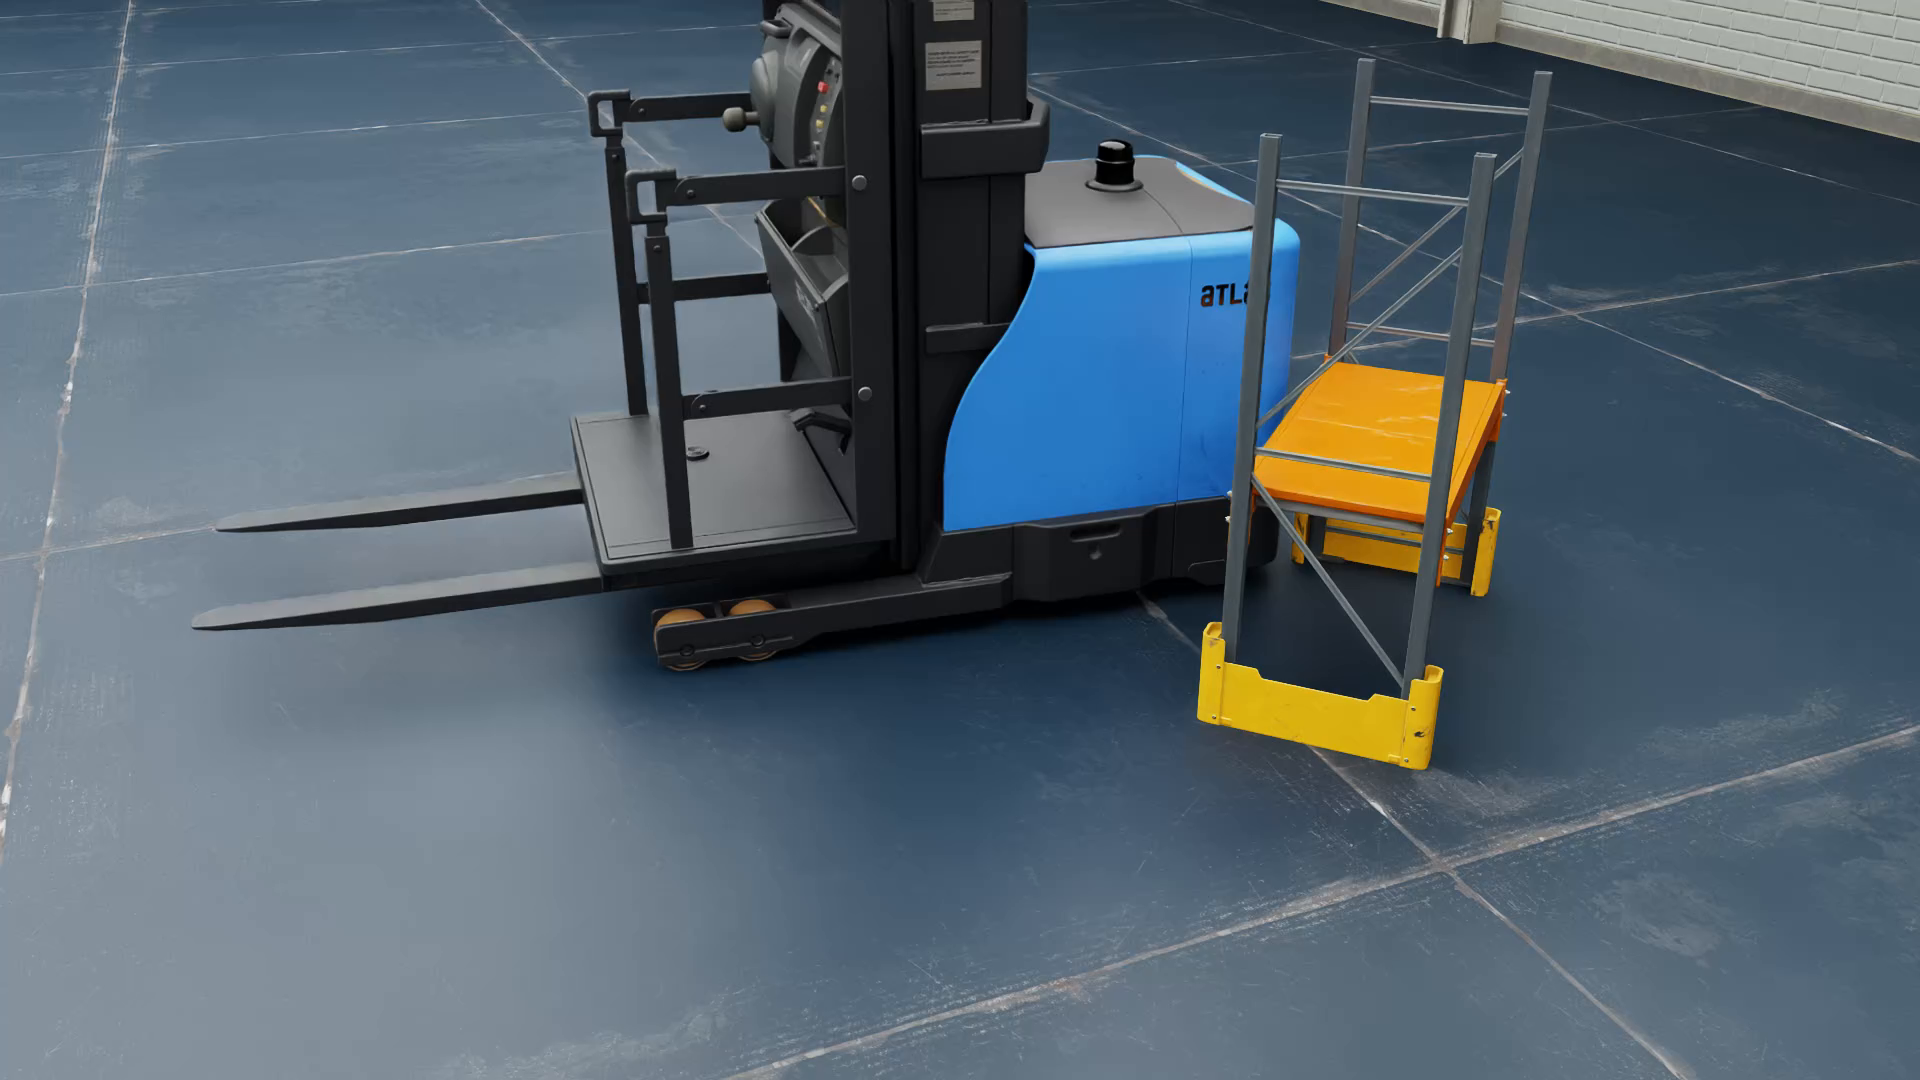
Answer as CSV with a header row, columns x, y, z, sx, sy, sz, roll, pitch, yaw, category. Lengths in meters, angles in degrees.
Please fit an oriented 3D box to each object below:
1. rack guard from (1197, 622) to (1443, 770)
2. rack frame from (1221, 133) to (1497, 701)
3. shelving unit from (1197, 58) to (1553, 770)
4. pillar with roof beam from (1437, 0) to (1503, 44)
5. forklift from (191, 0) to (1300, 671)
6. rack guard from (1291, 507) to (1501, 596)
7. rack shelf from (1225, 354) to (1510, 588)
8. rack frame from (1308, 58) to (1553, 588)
x,y,z,sx,sy,sz,roll,pitch,yaw,category
0.893,0.388,4.171,0.587,0.250,0.087,11,28,21,rack guard
0.893,-0.174,3.896,0.500,1.500,0.032,11,28,21,rack frame
1.096,-0.374,4.306,0.587,1.500,1.083,11,28,21,shelving unit
0.217,-7.435,10.221,9.100,9.000,0.400,-11,28,-21,pillar with roof beam
-0.622,-1.219,4.406,3.031,2.935,1.130,-7,27,-15,forklift
1.299,-0.012,4.989,0.587,0.250,0.087,11,28,21,rack guard
1.100,-0.216,4.392,0.538,0.185,1.000,11,28,21,rack shelf
1.306,-0.581,4.730,0.500,1.500,0.032,11,28,21,rack frame
